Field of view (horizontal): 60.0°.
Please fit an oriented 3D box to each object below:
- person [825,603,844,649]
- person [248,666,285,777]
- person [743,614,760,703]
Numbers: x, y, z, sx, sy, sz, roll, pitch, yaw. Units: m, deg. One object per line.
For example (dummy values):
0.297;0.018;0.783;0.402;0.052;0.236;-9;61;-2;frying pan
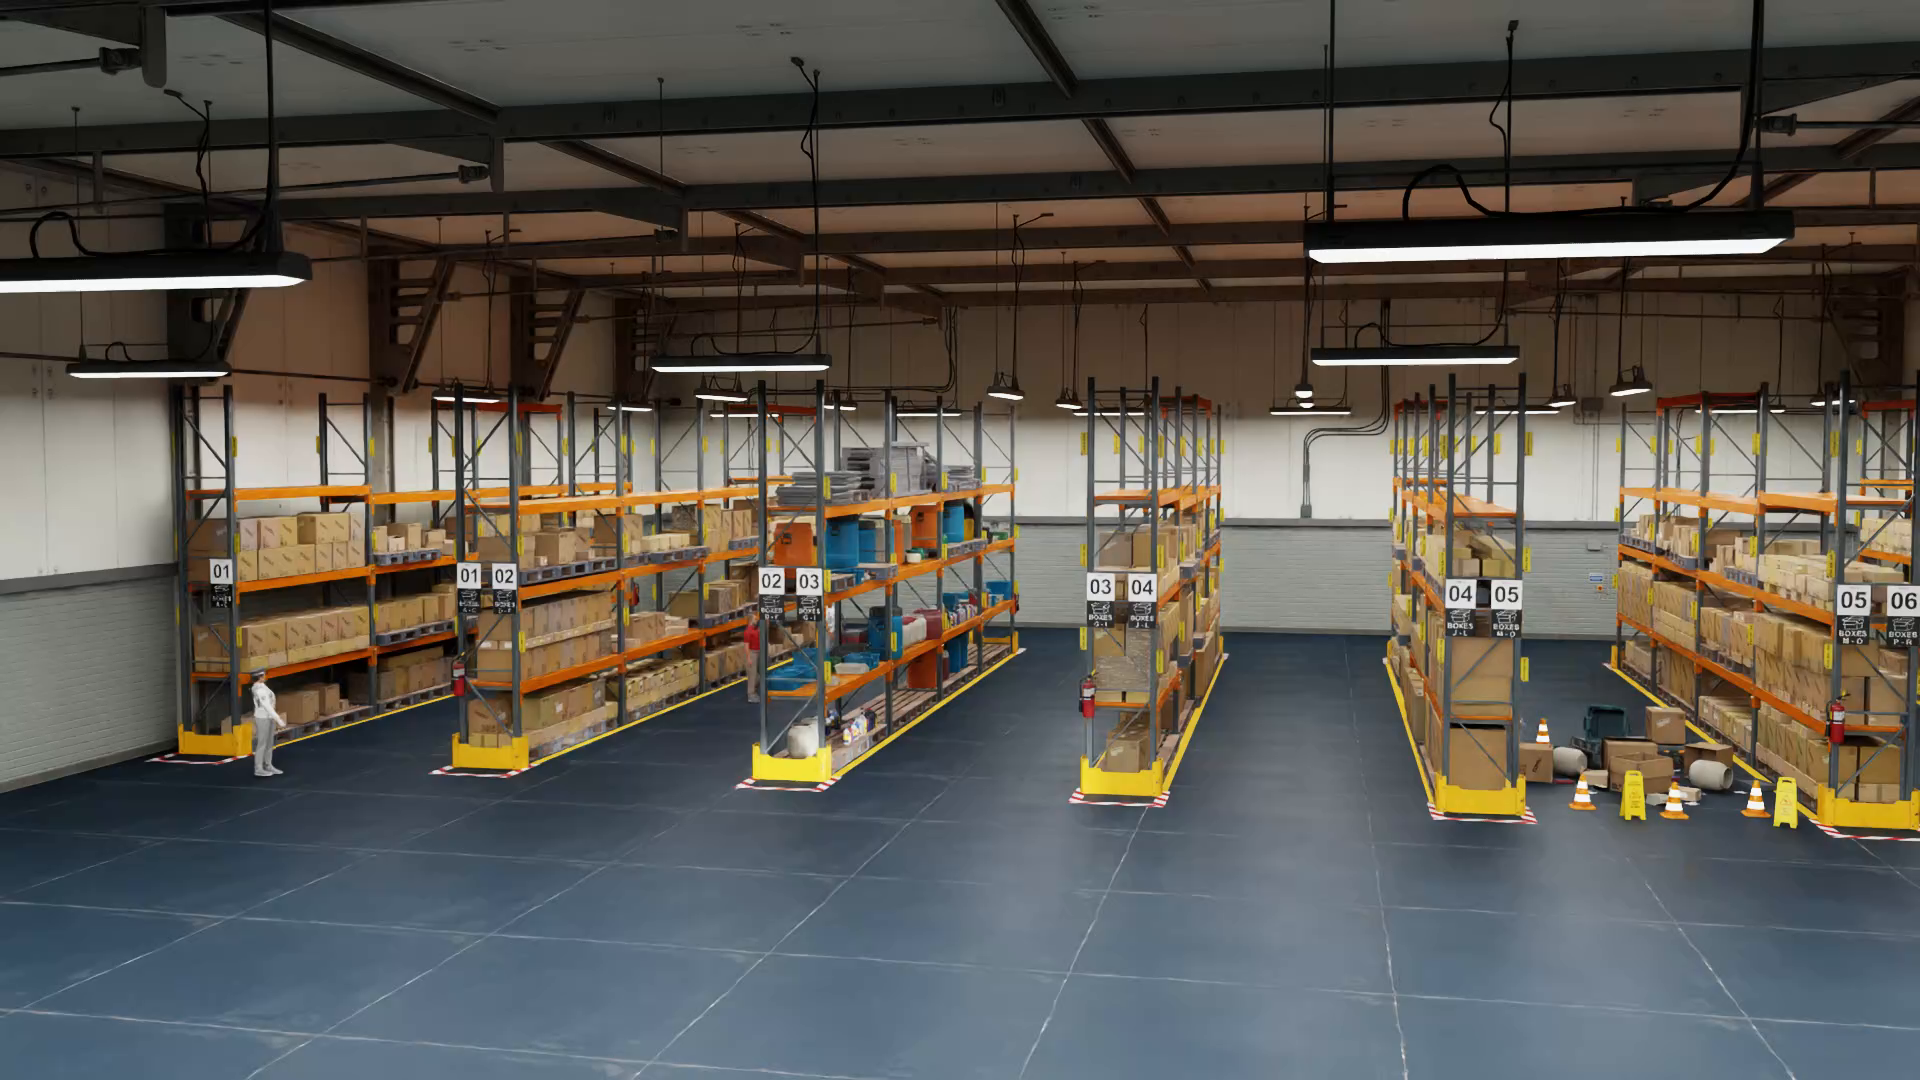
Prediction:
-2.743;2.062;36.207;0.536;1.671;0.653;3;4;41;person
-10.506;2.751;25.266;0.553;1.684;0.514;0;3;-6;person
-4.046;2.332;32.726;0.465;1.765;0.608;1;3;21;person
